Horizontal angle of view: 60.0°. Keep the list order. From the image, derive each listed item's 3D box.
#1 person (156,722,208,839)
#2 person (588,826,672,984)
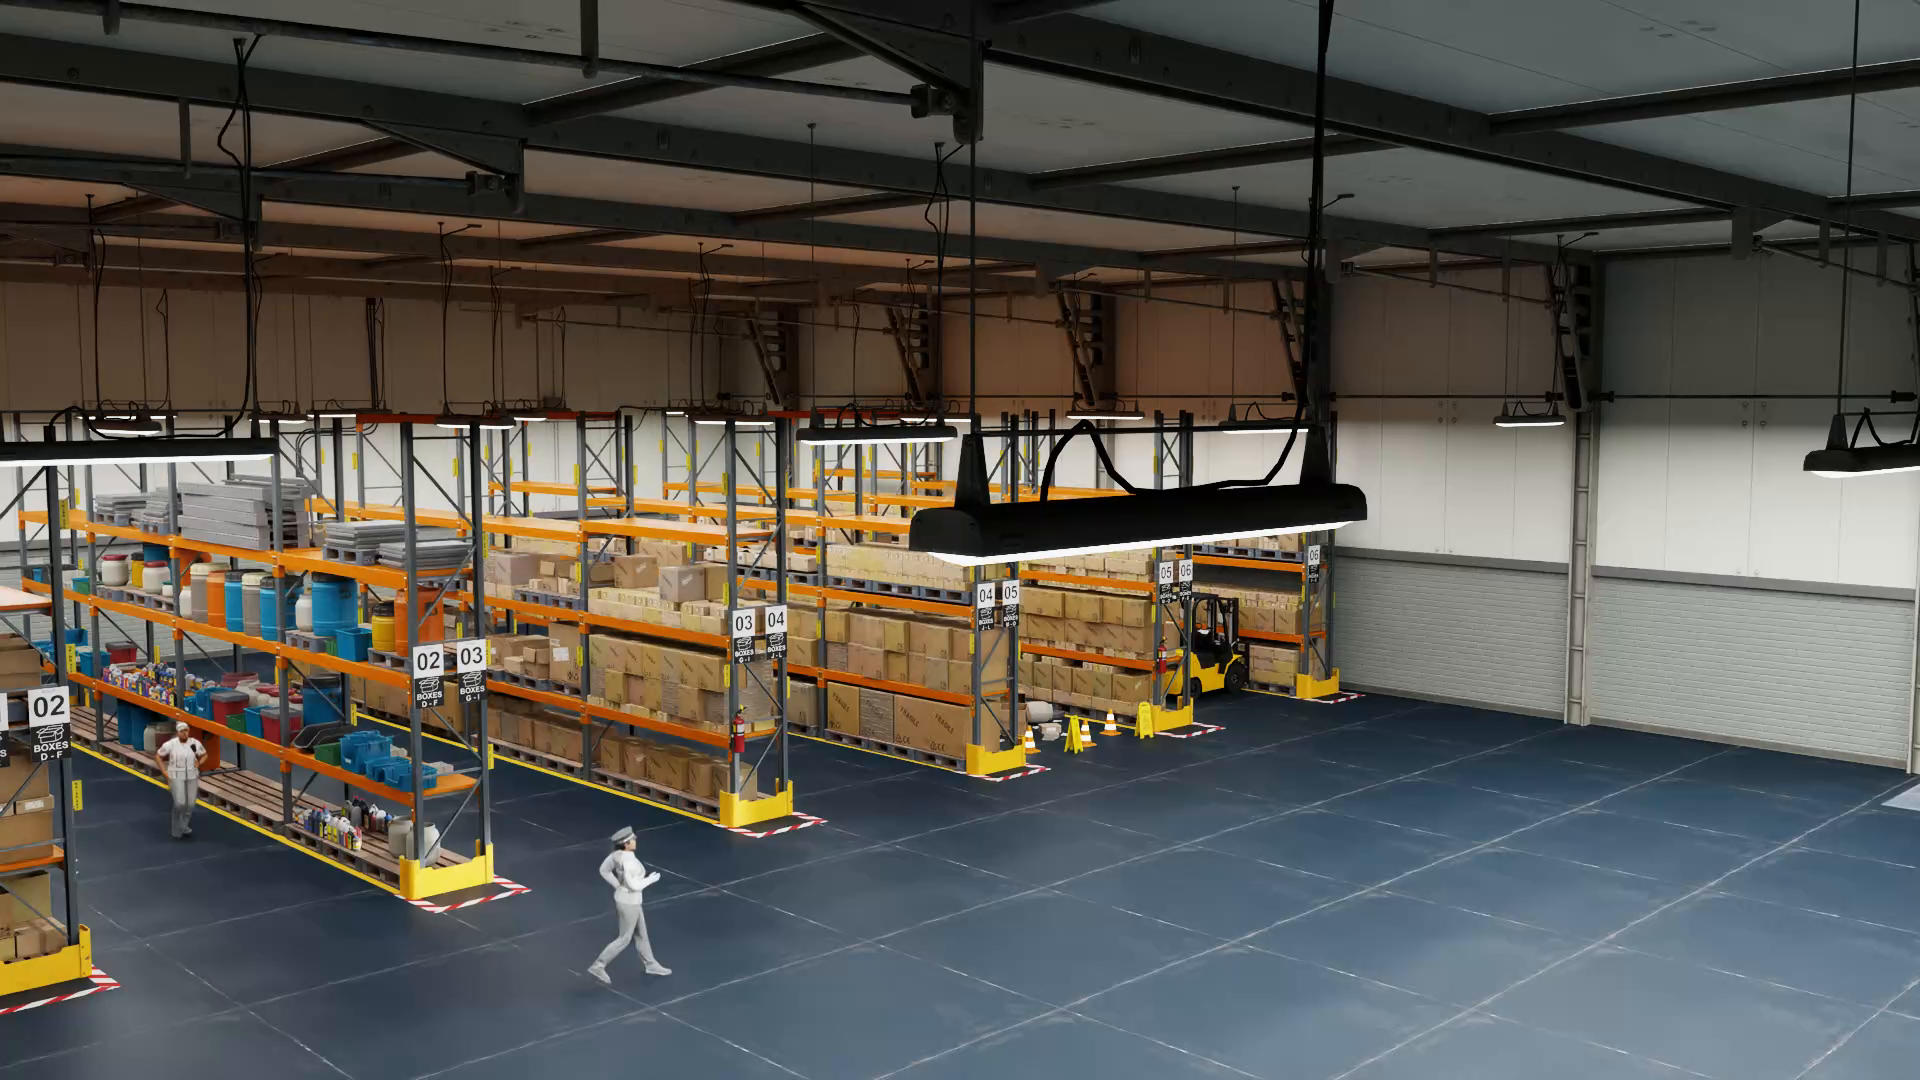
[{"bbox_3d":[-11.122,3.438,23.855,0.663,1.664,0.593,-4,6,-40],"label":"person"},{"bbox_3d":[-3.546,3.899,17.823,0.910,1.688,0.610,-2,5,-22],"label":"person"}]
